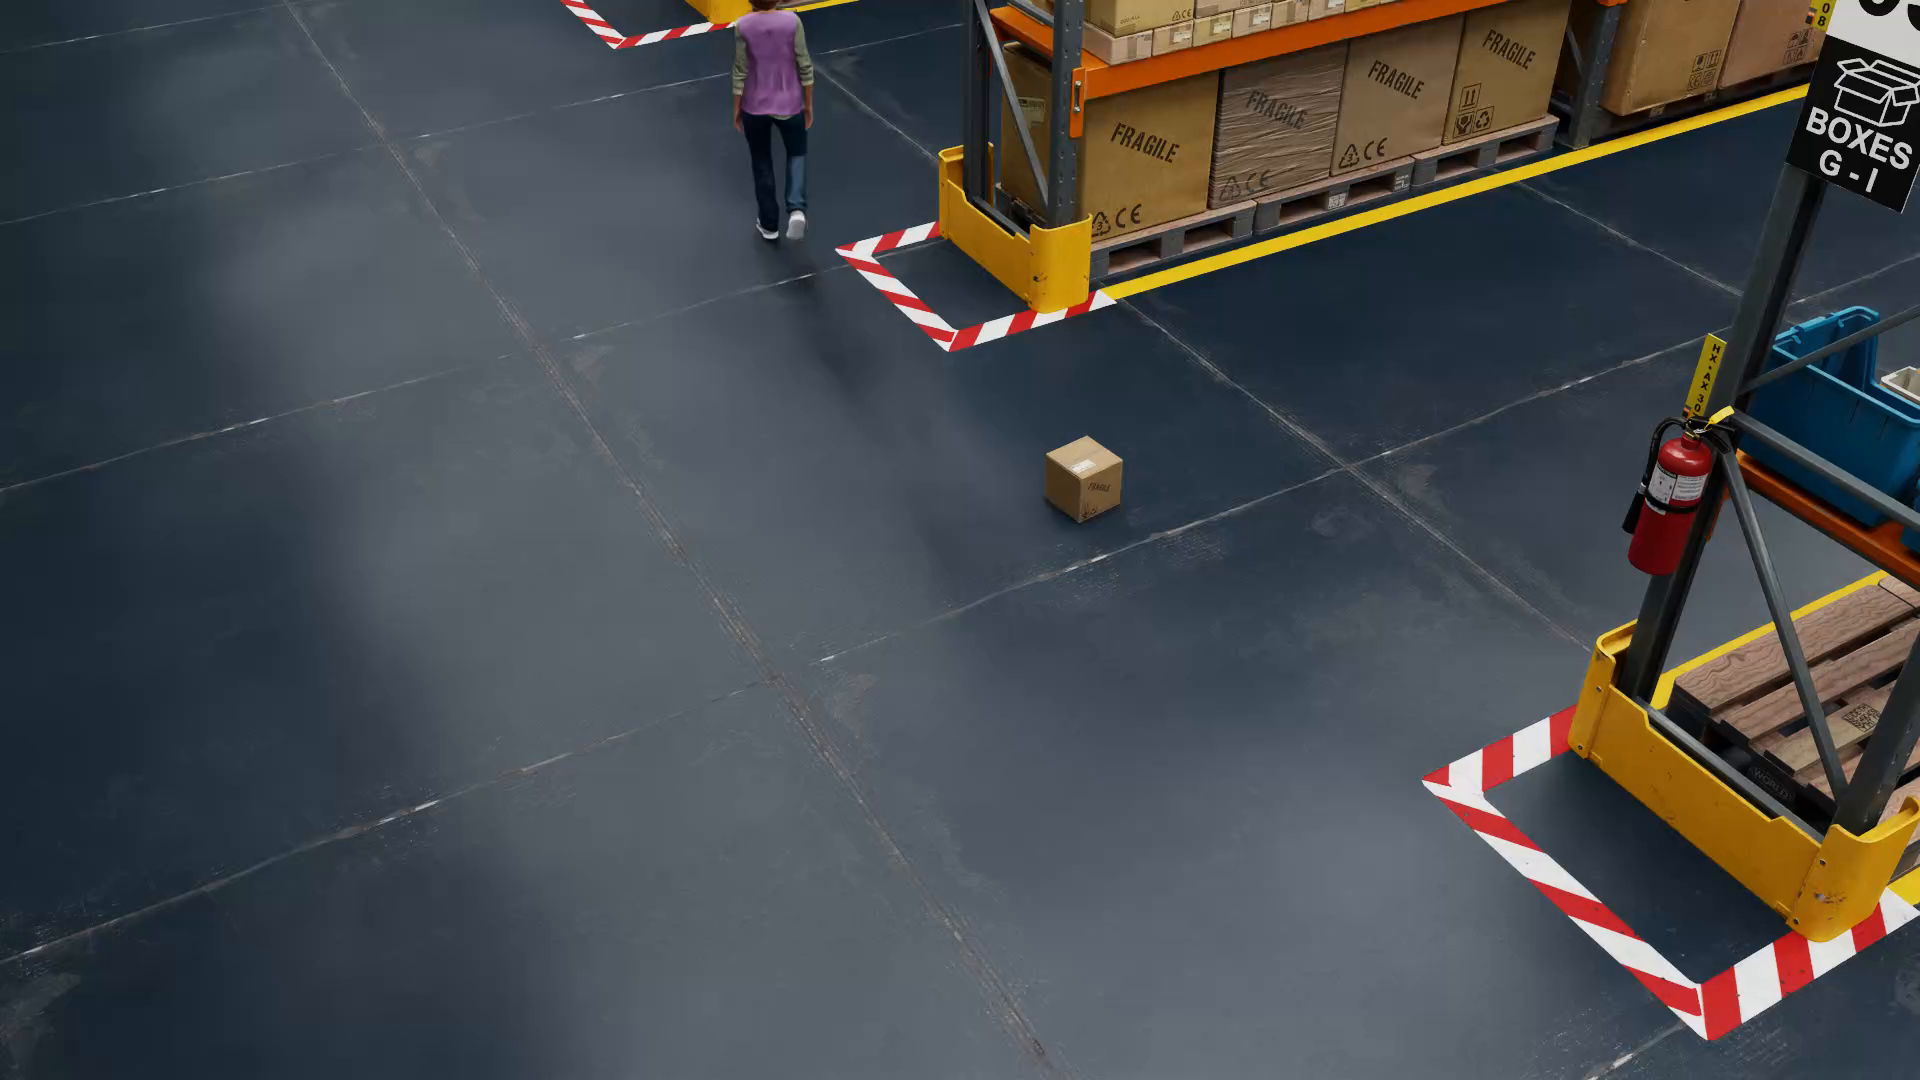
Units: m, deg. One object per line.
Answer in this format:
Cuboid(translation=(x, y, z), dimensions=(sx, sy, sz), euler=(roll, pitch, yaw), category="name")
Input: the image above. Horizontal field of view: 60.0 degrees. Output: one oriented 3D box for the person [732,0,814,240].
Cuboid(translation=(-1.029, -2.374, 9.245), dimensions=(0.458, 1.587, 0.582), euler=(-6, 38, -7), category="person")
